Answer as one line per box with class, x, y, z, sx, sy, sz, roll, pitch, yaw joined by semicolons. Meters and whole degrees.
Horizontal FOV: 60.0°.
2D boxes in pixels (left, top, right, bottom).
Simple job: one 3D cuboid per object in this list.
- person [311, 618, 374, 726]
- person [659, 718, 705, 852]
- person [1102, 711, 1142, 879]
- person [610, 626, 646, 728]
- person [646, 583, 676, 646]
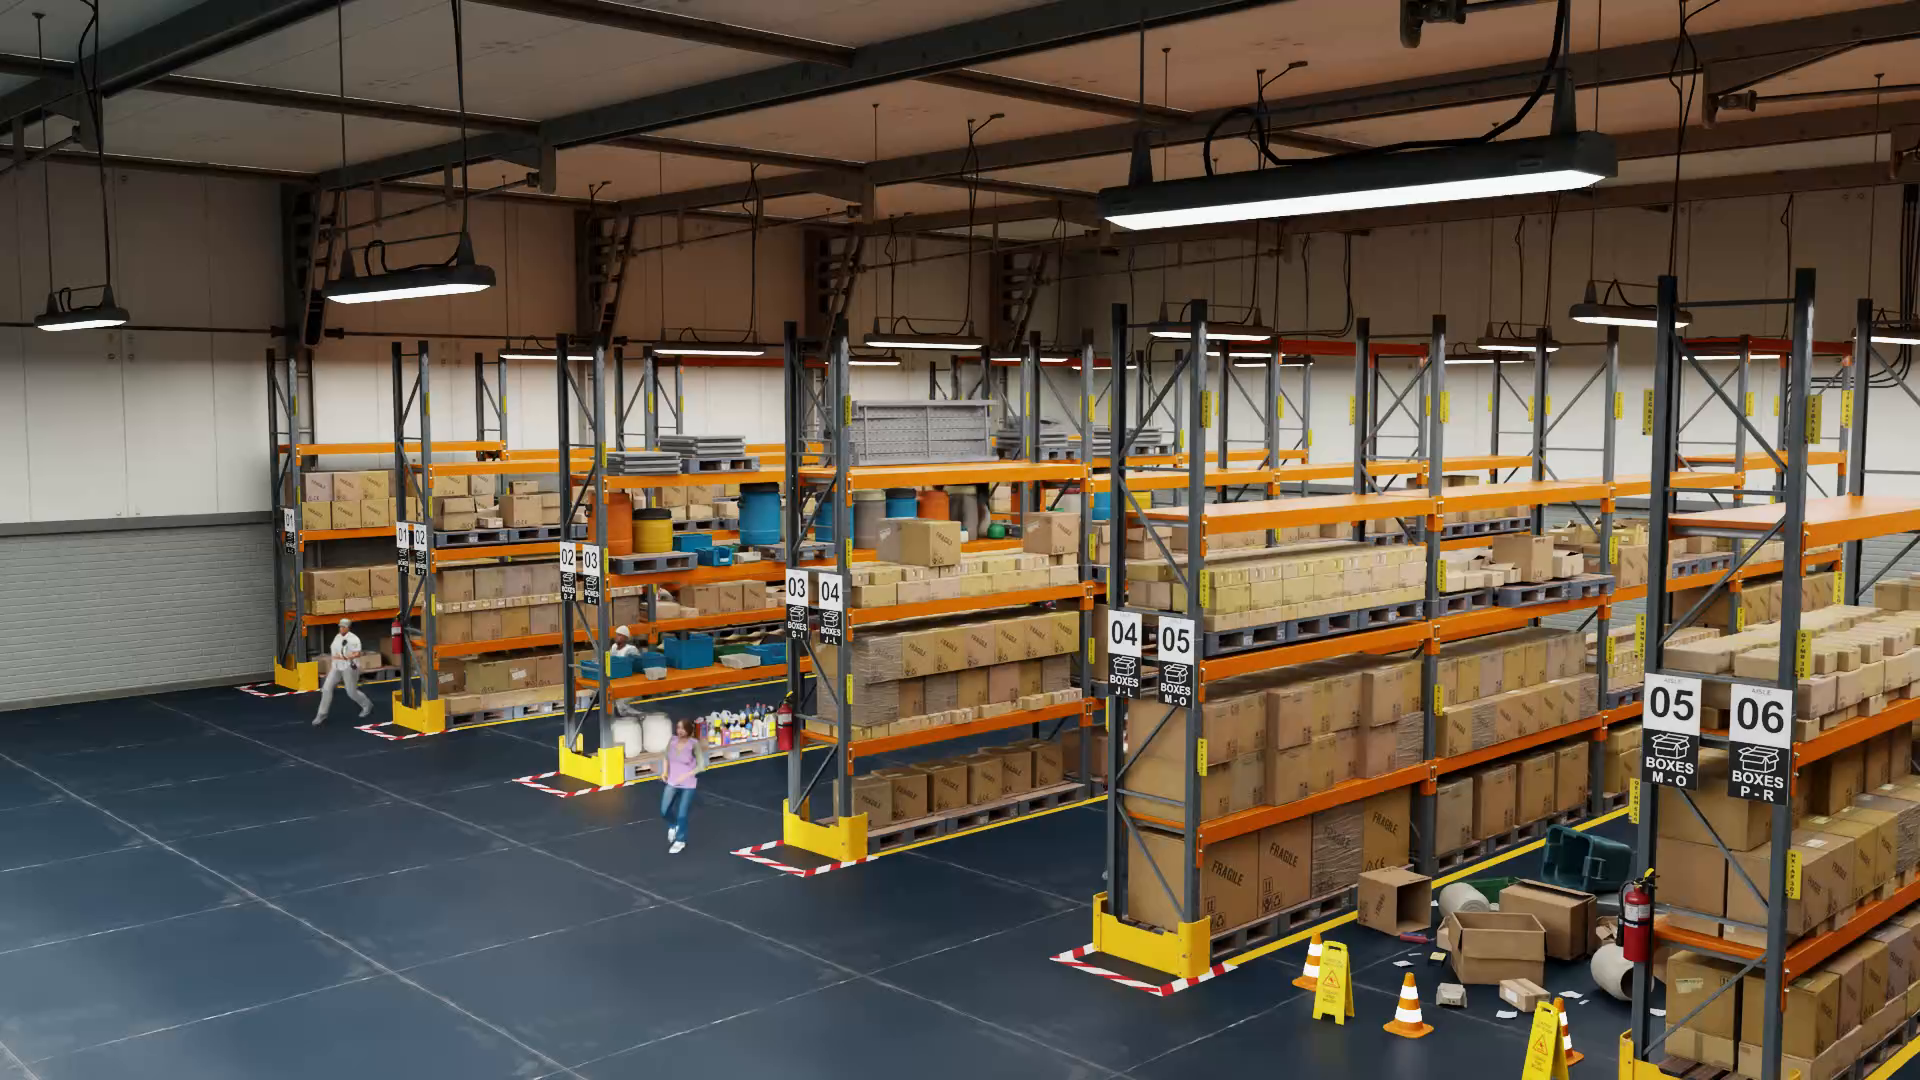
person;-9.750;2.066;26.346;0.629;1.668;0.912;2;6;27
person;-3.144;2.774;18.750;0.546;1.550;0.530;1;5;10
person;1.840;2.703;17.953;0.700;1.754;0.989;3;6;31
person;-5.038;2.151;24.800;0.694;1.746;0.804;4;6;40
person;-5.748;1.537;31.680;0.685;1.787;0.809;4;6;38
